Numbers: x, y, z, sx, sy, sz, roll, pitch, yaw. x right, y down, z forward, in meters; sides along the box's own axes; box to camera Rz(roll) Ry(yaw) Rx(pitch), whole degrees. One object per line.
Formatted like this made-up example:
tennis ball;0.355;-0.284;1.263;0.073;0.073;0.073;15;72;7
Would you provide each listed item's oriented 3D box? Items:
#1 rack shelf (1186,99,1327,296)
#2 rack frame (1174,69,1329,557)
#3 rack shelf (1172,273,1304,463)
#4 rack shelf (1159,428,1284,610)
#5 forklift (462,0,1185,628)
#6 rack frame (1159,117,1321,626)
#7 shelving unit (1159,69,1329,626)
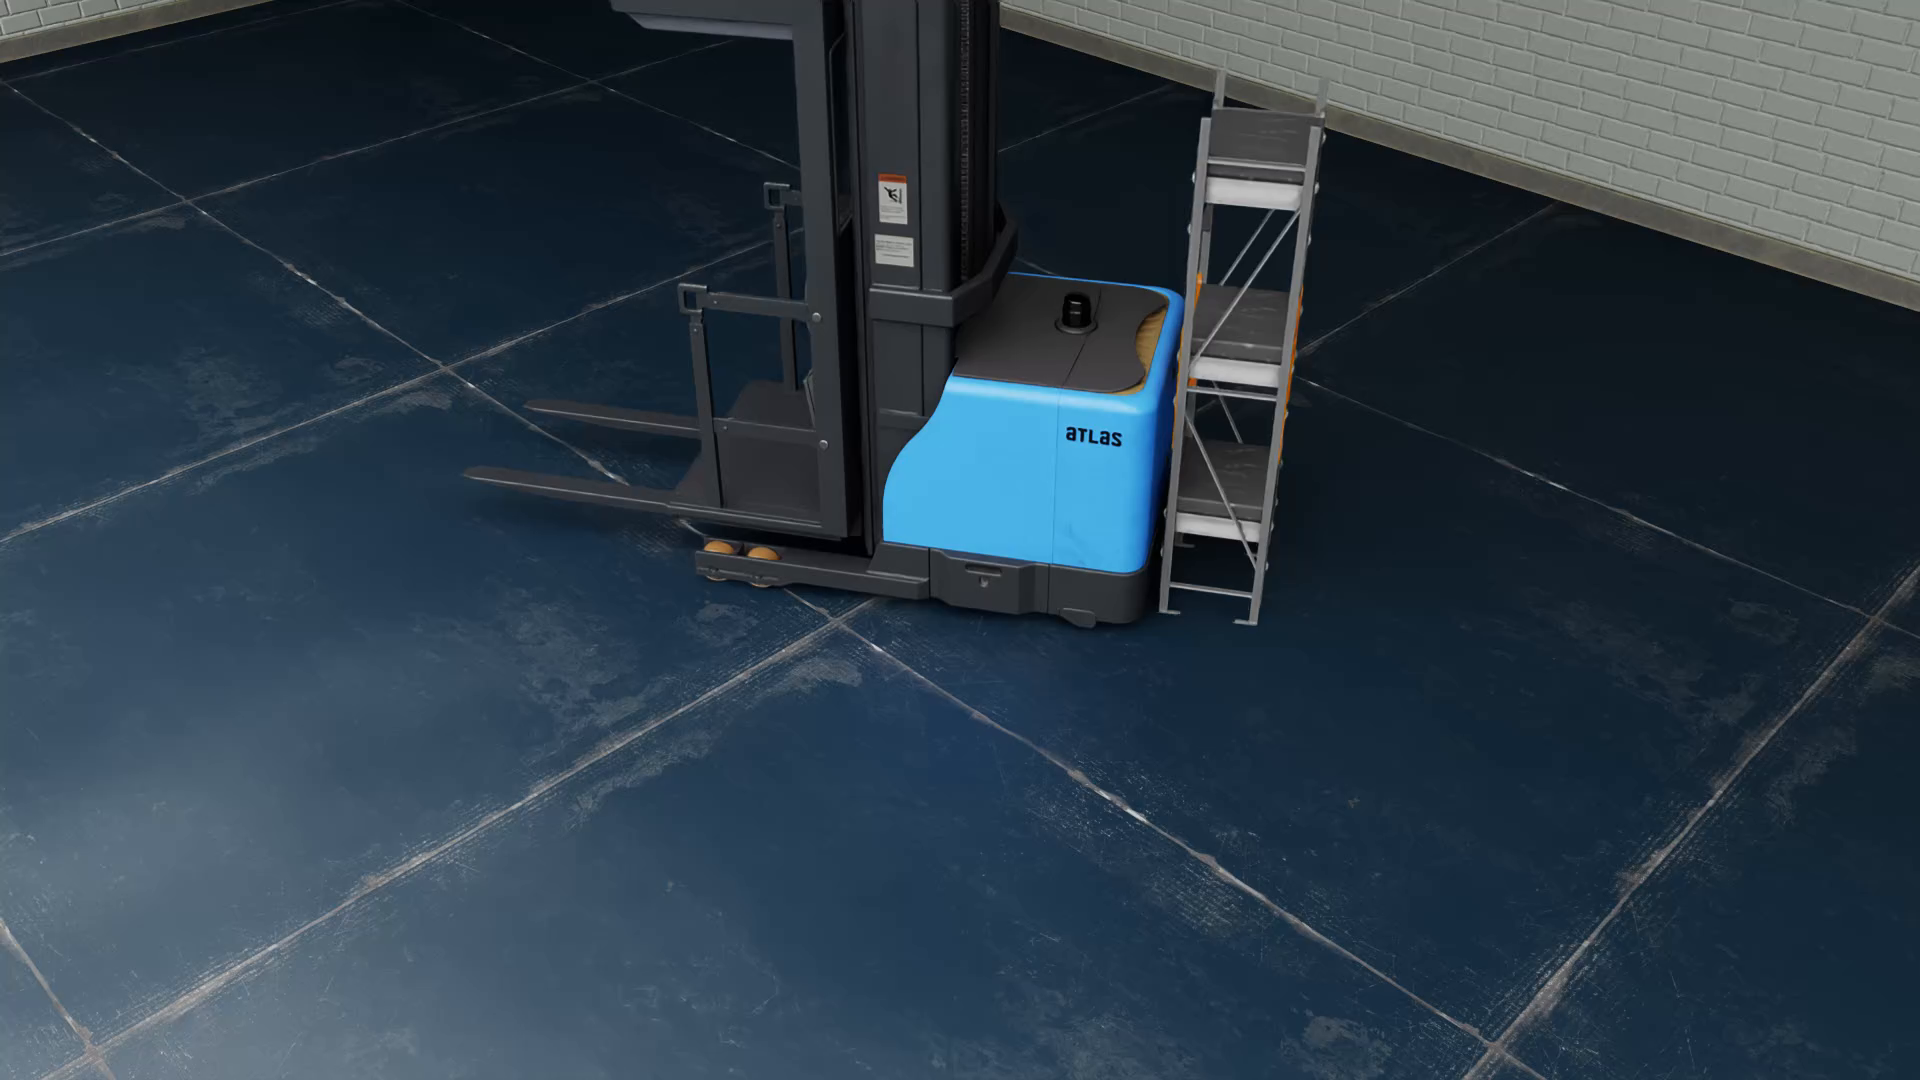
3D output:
rack shelf;1.068;-1.240;5.992;0.431;0.518;0.480;8;36;11
rack frame;1.125;-0.813;6.580;0.400;2.100;0.015;8;36;11
rack shelf;1.068;-0.666;6.393;0.431;0.518;0.480;8;36;11
rack shelf;1.068;-0.092;6.793;0.431;0.518;0.480;8;36;11
forklift;-0.629;-1.288;6.535;3.031;2.935;1.130;8;36;11
rack frame;1.011;-0.541;6.190;0.400;2.100;0.015;8;36;11
shelving unit;1.068;-0.677;6.385;0.431;2.100;0.503;8;36;11
